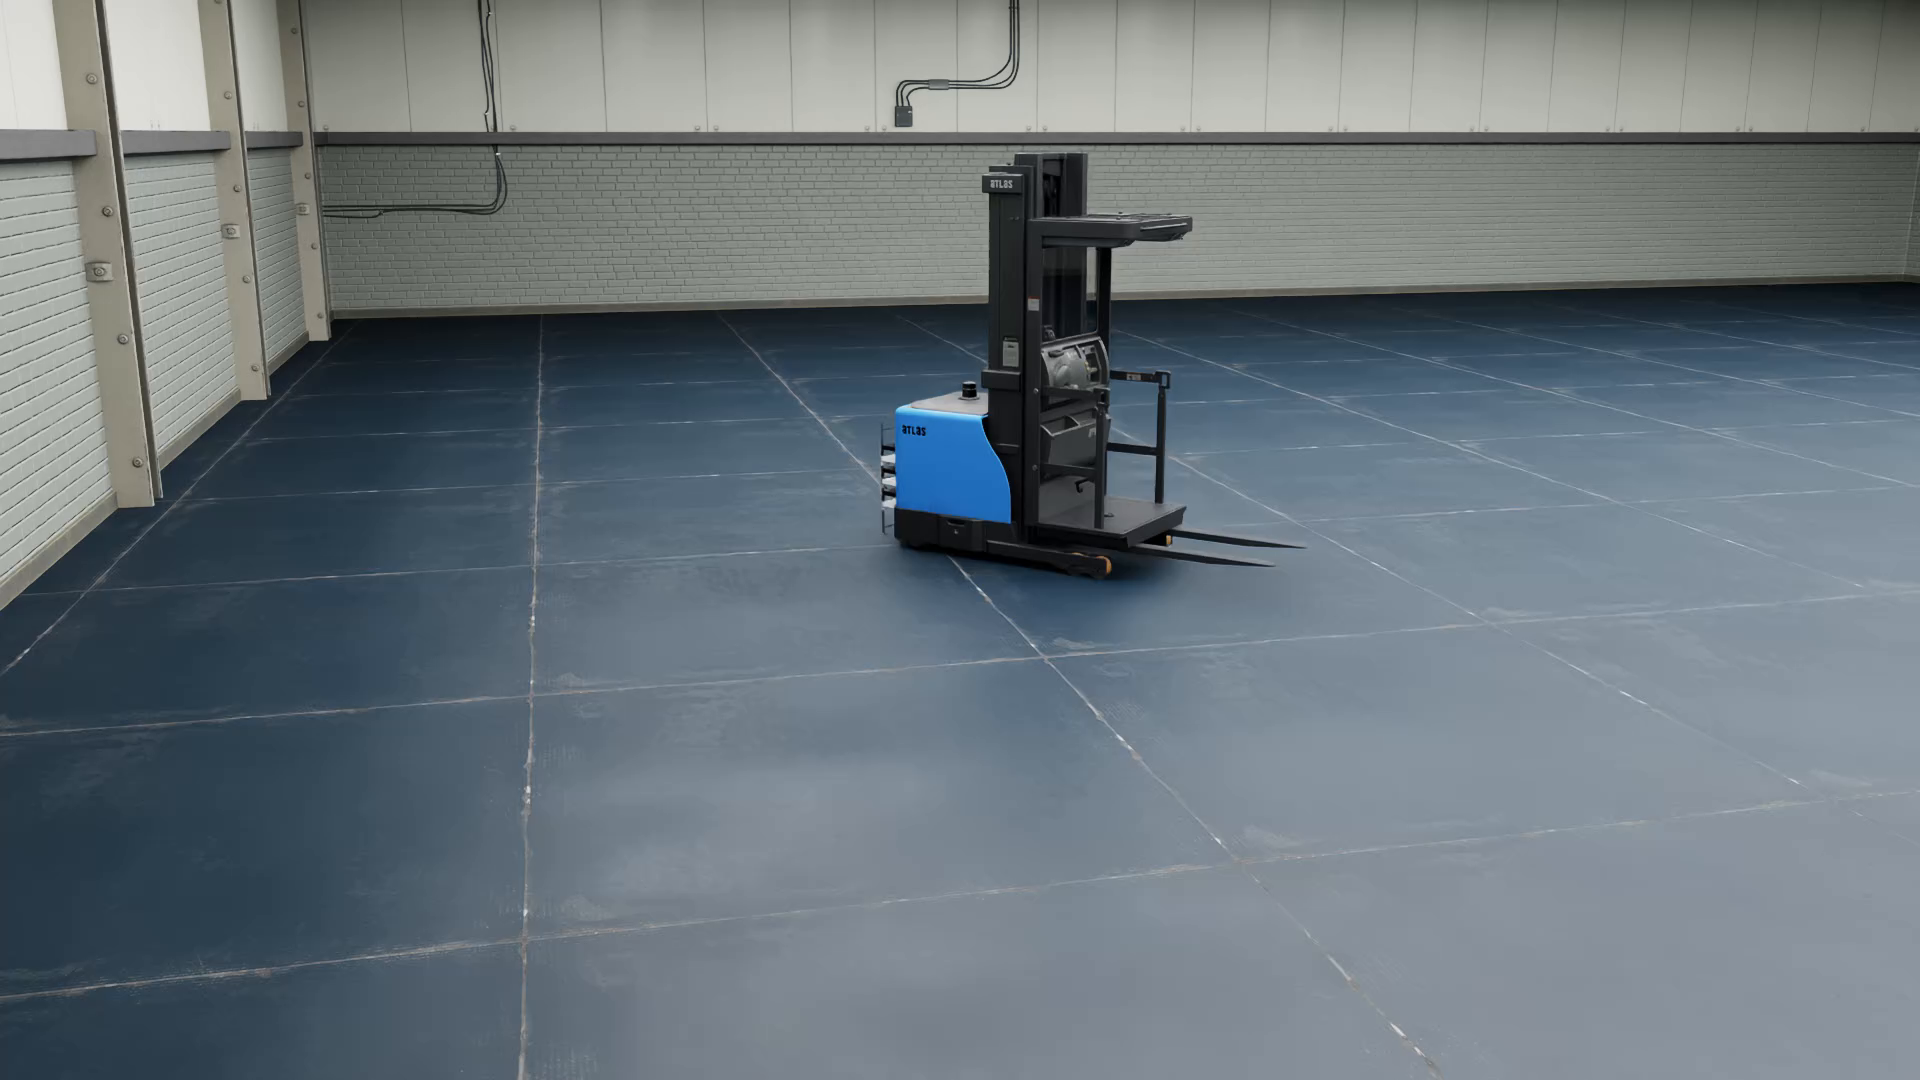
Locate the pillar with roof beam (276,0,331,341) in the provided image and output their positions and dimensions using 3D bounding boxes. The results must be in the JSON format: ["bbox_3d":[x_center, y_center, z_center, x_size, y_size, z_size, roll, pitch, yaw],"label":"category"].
[{"bbox_3d":[-5.673,-7.703,25.495,9.100,9.000,0.400,-3,14,-13],"label":"pillar with roof beam"}]

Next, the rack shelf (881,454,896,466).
[{"bbox_3d":[-0.455,-0.622,12.959,0.200,0.077,0.258,11,18,39],"label":"rack shelf"}]

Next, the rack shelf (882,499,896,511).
[{"bbox_3d":[-0.455,-0.272,13.045,0.200,0.077,0.258,11,18,39],"label":"rack shelf"}]

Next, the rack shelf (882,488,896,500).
[{"bbox_3d":[-0.455,-0.360,13.023,0.200,0.077,0.258,11,18,39],"label":"rack shelf"}]

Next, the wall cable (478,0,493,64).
[{"bbox_3d":[-6.634,-9.312,27.982,3.097,2.526,0.112,-3,14,-13],"label":"wall cable"}]

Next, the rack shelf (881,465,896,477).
[{"bbox_3d":[-0.455,-0.535,12.980,0.200,0.077,0.258,11,18,39],"label":"rack shelf"}]

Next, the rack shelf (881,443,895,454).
[{"bbox_3d":[-0.455,-0.709,12.938,0.200,0.077,0.258,11,18,39],"label":"rack shelf"}]

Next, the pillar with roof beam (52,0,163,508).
[{"bbox_3d":[-2.854,-4.934,14.164,9.100,9.000,0.400,-3,14,-13],"label":"pillar with roof beam"}]

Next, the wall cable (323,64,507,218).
[{"bbox_3d":[-9.264,-6.708,27.964,3.097,2.526,0.112,-3,14,-13],"label":"wall cable"}]

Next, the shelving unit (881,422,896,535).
[{"bbox_3d":[-0.455,-0.480,12.994,0.210,0.900,0.258,11,18,39],"label":"shelving unit"}]

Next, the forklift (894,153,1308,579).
[{"bbox_3d":[1.018,-1.289,12.029,3.031,2.935,1.130,8,16,31],"label":"forklift"}]

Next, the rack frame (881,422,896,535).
[{"bbox_3d":[-0.532,-0.495,13.058,0.006,0.900,0.240,11,18,39],"label":"rack frame"}]

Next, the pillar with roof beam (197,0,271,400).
[{"bbox_3d":[-4.263,-6.319,19.829,9.100,9.000,0.400,-3,14,-13],"label":"pillar with roof beam"}]

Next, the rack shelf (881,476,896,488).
[{"bbox_3d":[-0.455,-0.447,13.002,0.200,0.077,0.258,11,18,39],"label":"rack shelf"}]

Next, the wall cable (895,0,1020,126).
[{"bbox_3d":[-0.032,-10.394,29.343,2.305,6.003,0.169,-3,14,-13],"label":"wall cable"}]
